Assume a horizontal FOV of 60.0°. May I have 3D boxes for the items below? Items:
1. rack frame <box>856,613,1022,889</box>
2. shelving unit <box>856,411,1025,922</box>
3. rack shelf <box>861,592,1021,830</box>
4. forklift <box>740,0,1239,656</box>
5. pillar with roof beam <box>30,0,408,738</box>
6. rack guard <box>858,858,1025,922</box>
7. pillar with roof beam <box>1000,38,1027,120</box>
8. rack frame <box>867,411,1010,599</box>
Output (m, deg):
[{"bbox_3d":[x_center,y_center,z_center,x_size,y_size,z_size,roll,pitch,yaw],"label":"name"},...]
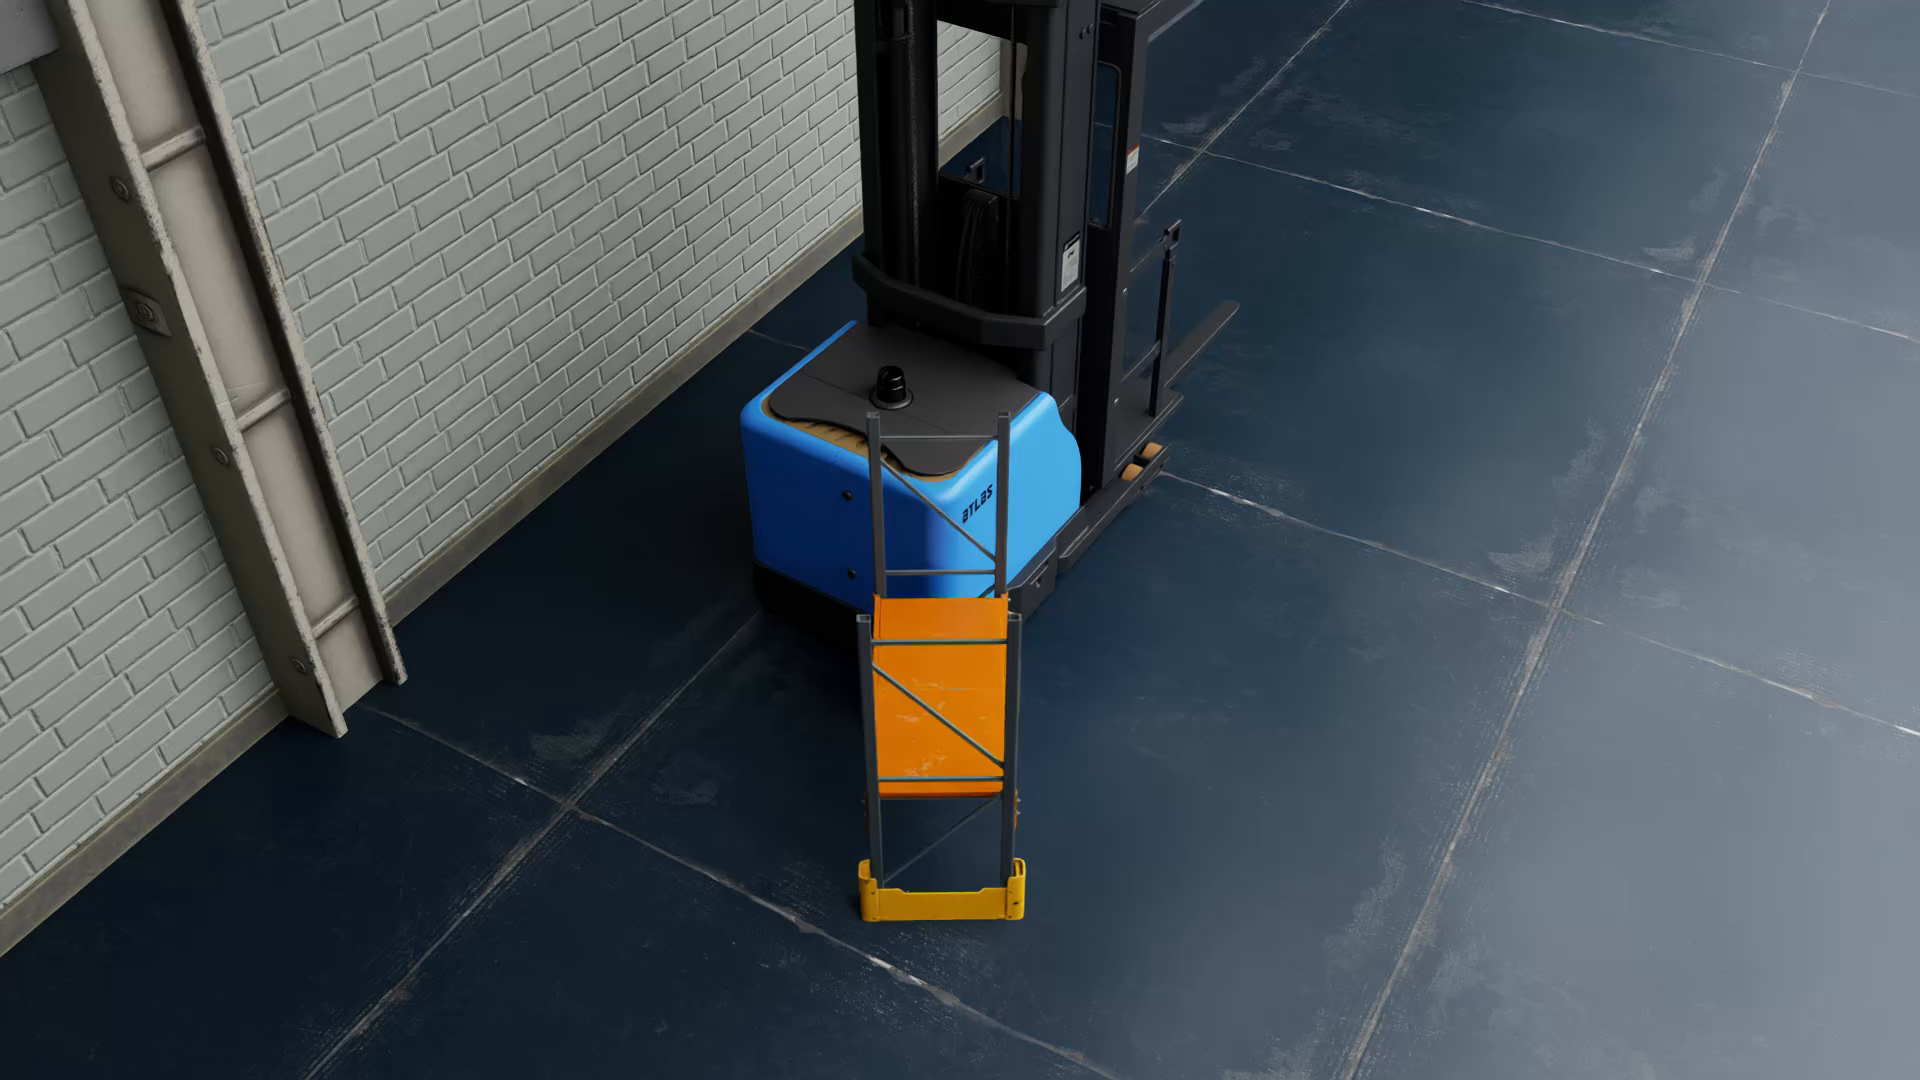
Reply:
[{"bbox_3d":[-0.064,0.797,5.525,0.500,1.500,0.032,0,41,0],"label":"rack frame"},{"bbox_3d":[-0.069,0.456,5.913,0.587,1.500,1.083,0,41,0],"label":"shelving unit"},{"bbox_3d":[-0.069,0.597,6.025,0.538,0.185,1.000,0,41,0],"label":"rack shelf"},{"bbox_3d":[0.342,-1.445,6.989,1.130,2.935,3.031,23,46,24],"label":"forklift"},{"bbox_3d":[1.203,-1.320,2.256,9.100,9.000,0.400,21,45,22],"label":"pillar with roof beam"},{"bbox_3d":[-0.064,1.254,5.953,0.587,0.250,0.087,0,41,0],"label":"rack guard"},{"bbox_3d":[4.205,-4.753,6.154,9.100,9.000,0.400,21,45,22],"label":"pillar with roof beam"},{"bbox_3d":[-0.075,0.126,6.288,0.500,1.500,0.032,0,41,0],"label":"rack frame"}]
